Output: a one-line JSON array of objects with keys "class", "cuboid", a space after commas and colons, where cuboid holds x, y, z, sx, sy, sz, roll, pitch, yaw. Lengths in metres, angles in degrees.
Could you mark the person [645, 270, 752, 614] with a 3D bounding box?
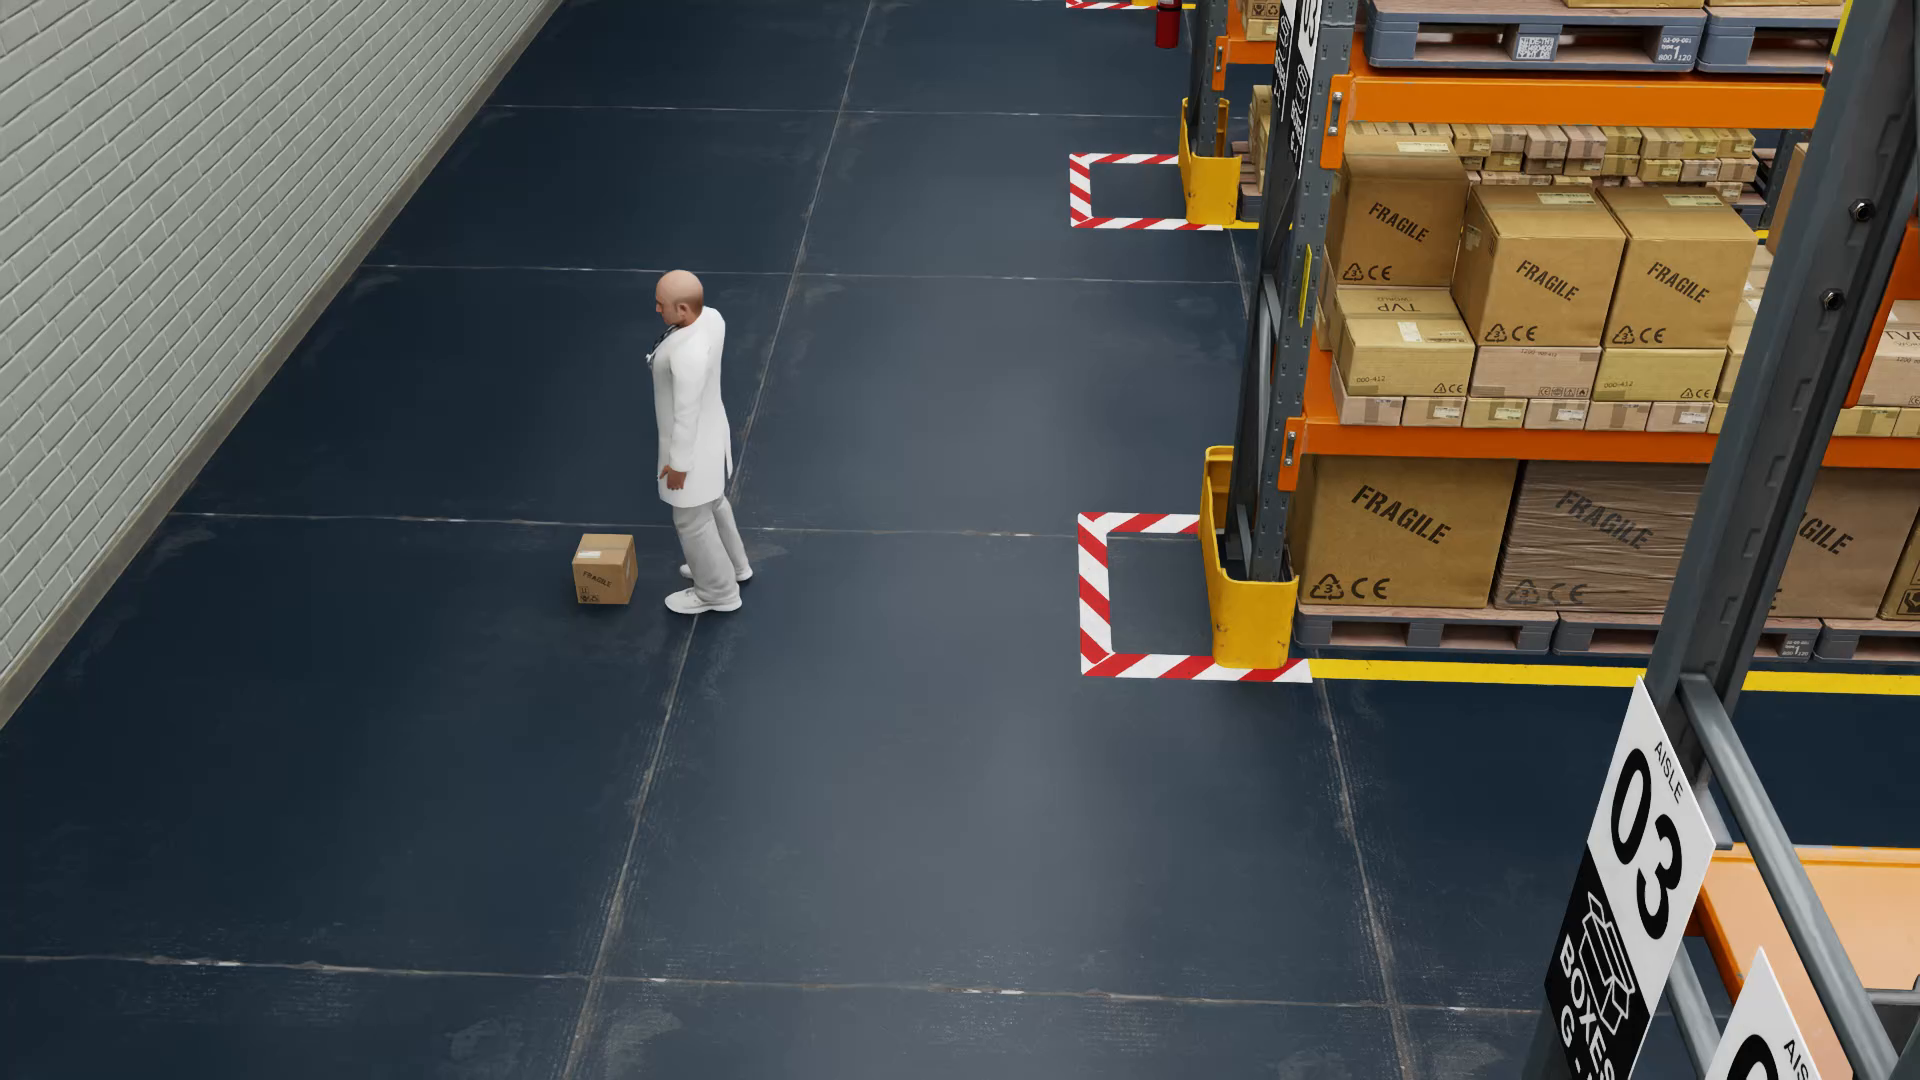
[{"class": "person", "cuboid": [-1.251, -0.445, 7.777, 0.389, 1.786, 0.563, 2, 35, 3]}]
